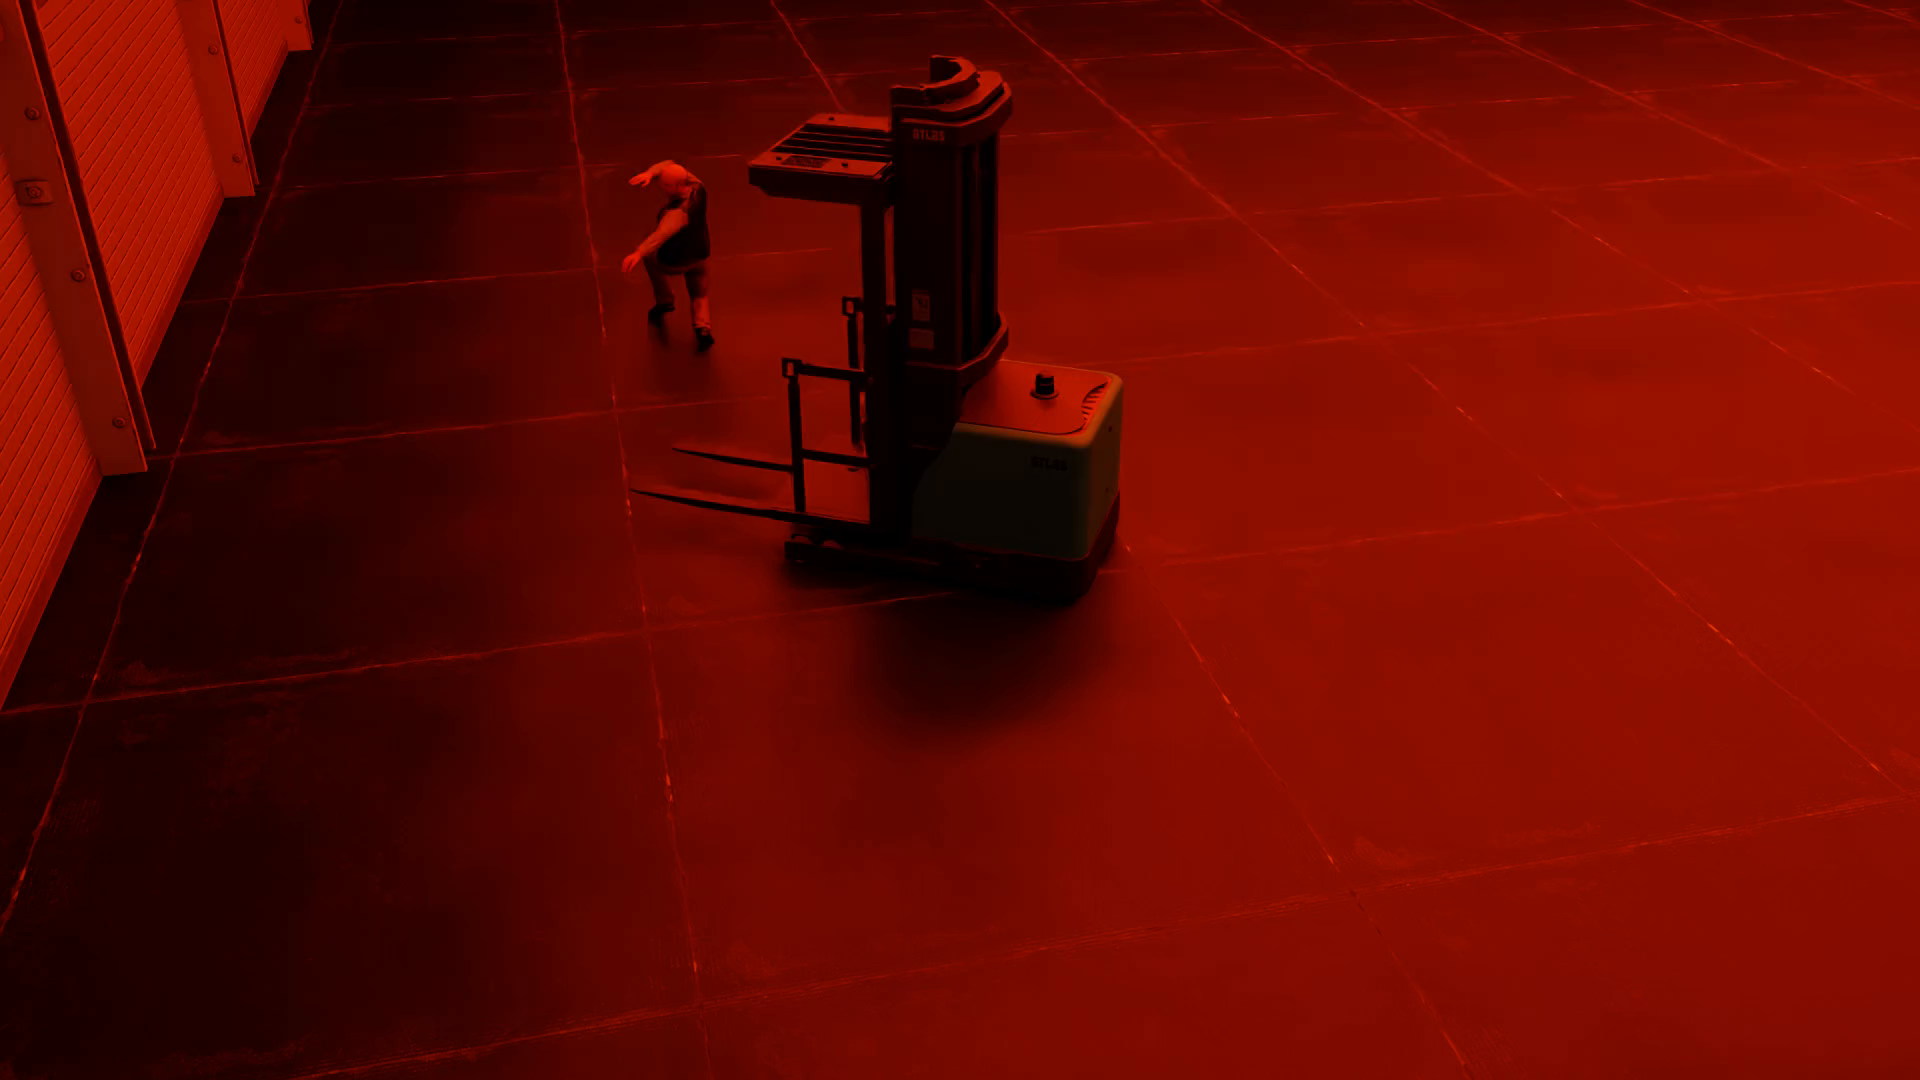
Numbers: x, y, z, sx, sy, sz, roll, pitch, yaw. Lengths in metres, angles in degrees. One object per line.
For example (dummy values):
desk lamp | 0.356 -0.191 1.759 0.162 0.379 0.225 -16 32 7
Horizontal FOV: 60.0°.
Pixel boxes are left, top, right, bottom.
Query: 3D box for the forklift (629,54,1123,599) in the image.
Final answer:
forklift | -0.572 -1.340 9.889 3.031 2.935 1.130 9 31 15

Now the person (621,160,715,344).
person | -2.394 -2.231 12.933 0.955 1.428 0.957 -24 38 -35
